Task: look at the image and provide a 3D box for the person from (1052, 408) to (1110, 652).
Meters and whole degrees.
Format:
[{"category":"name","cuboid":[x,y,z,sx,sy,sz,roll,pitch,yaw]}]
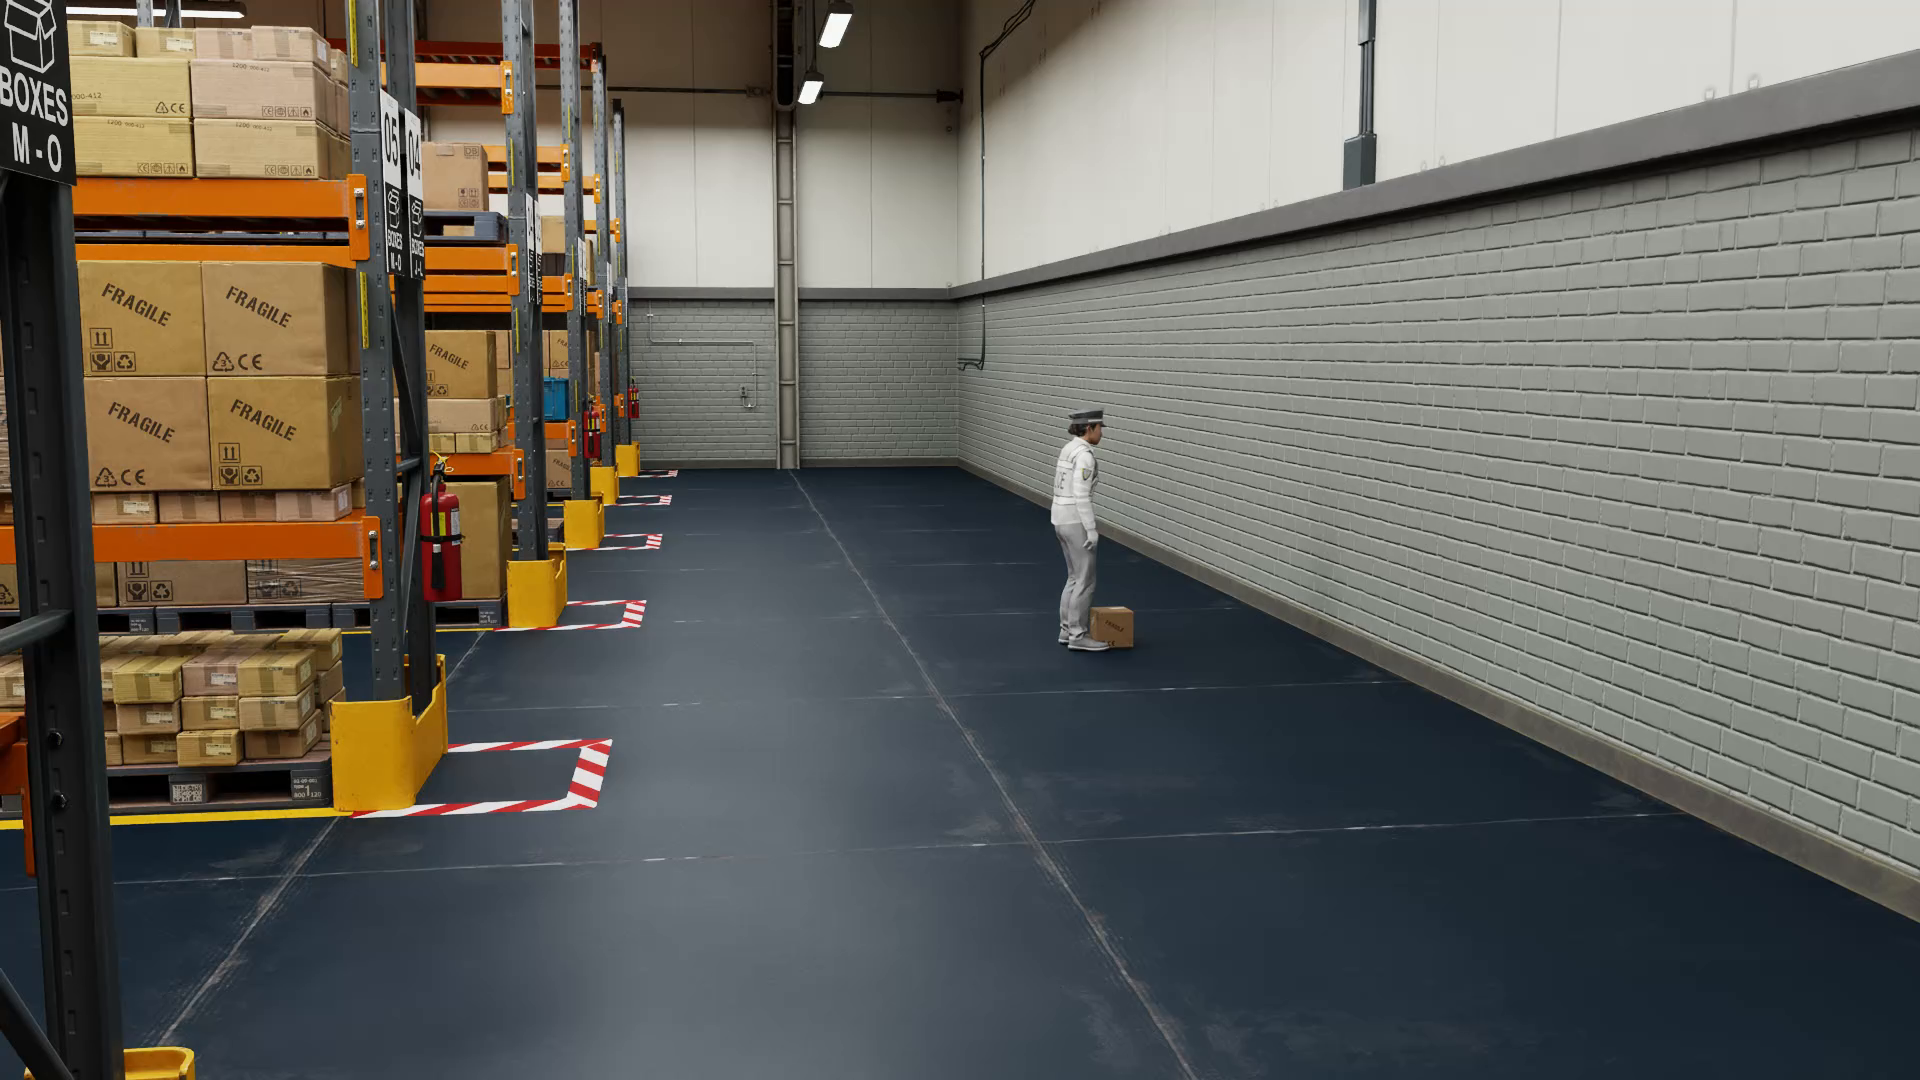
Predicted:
[{"category":"person","cuboid":[0.830,-0.084,11.550,0.372,1.663,0.529,-1,7,-8]}]
